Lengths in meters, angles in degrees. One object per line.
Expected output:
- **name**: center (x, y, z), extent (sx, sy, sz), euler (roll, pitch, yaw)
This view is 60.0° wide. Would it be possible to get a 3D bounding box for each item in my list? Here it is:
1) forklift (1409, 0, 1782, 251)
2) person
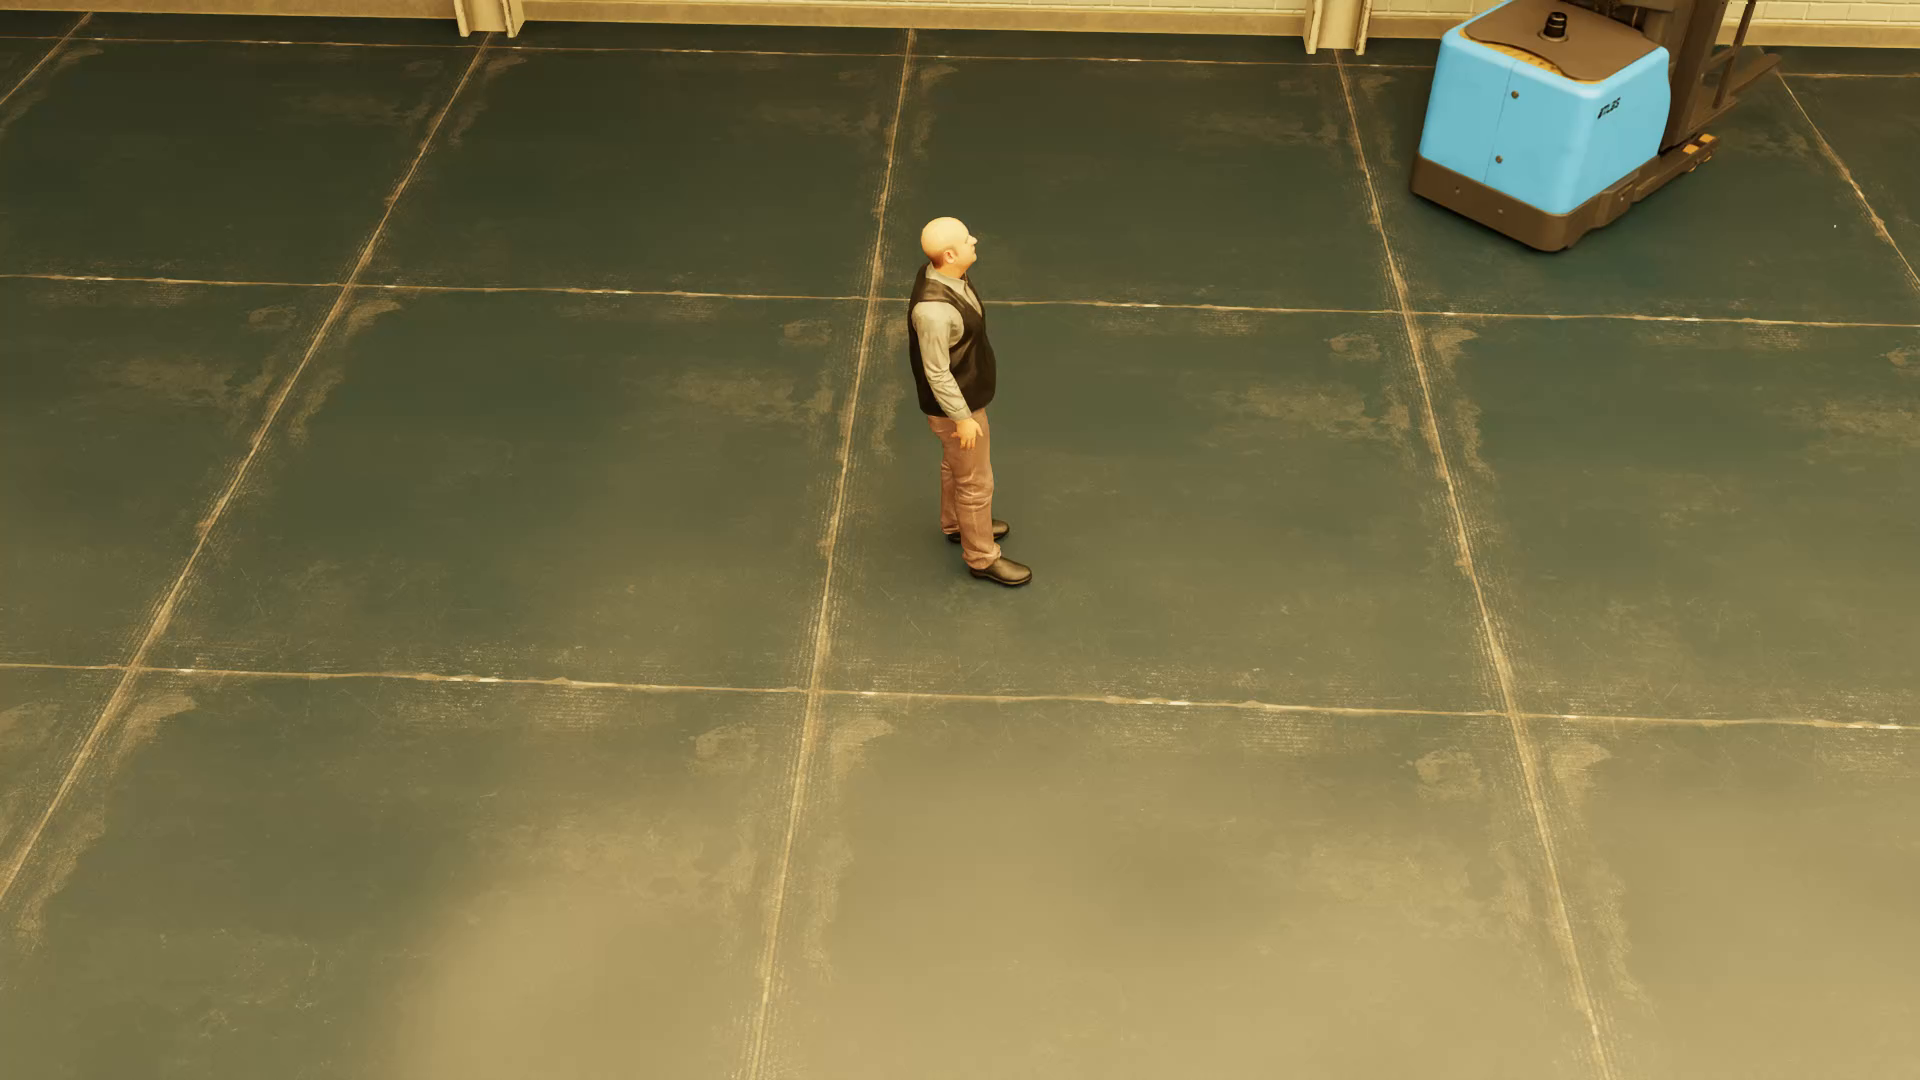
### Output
- **forklift**: center (4.169, -3.626, 9.714), extent (3.031, 2.935, 1.130), euler (-32, 51, -30)
- **person**: center (0.063, -0.634, 7.324), extent (0.566, 1.722, 0.633), euler (2, 42, 2)
